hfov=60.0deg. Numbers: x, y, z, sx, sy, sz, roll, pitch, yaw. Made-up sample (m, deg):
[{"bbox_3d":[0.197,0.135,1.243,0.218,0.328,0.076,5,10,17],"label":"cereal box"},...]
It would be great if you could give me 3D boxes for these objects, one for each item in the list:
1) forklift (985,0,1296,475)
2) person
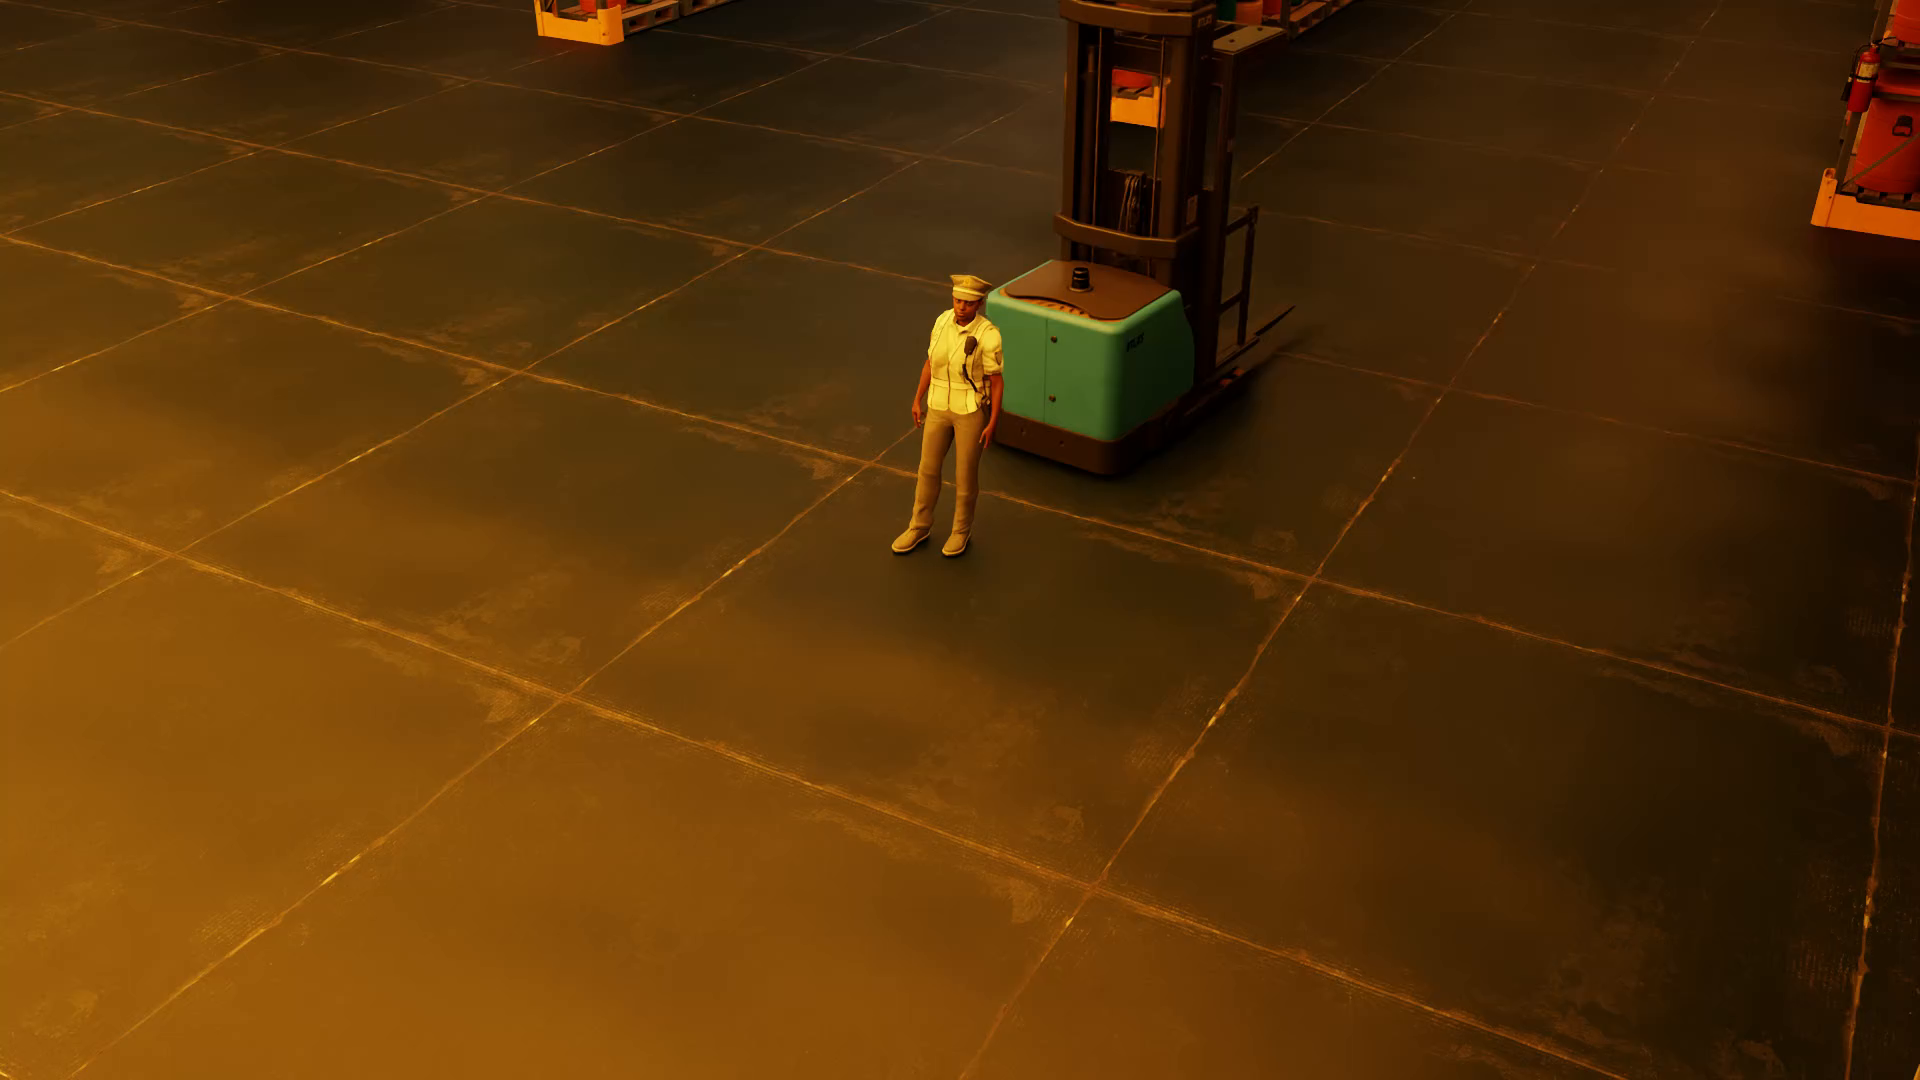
[{"bbox_3d":[1.413,-2.366,11.170,1.130,2.935,3.031,20,35,30],"label":"forklift"},{"bbox_3d":[-0.054,-0.712,9.527,0.569,1.695,0.528,15,33,25],"label":"person"}]
